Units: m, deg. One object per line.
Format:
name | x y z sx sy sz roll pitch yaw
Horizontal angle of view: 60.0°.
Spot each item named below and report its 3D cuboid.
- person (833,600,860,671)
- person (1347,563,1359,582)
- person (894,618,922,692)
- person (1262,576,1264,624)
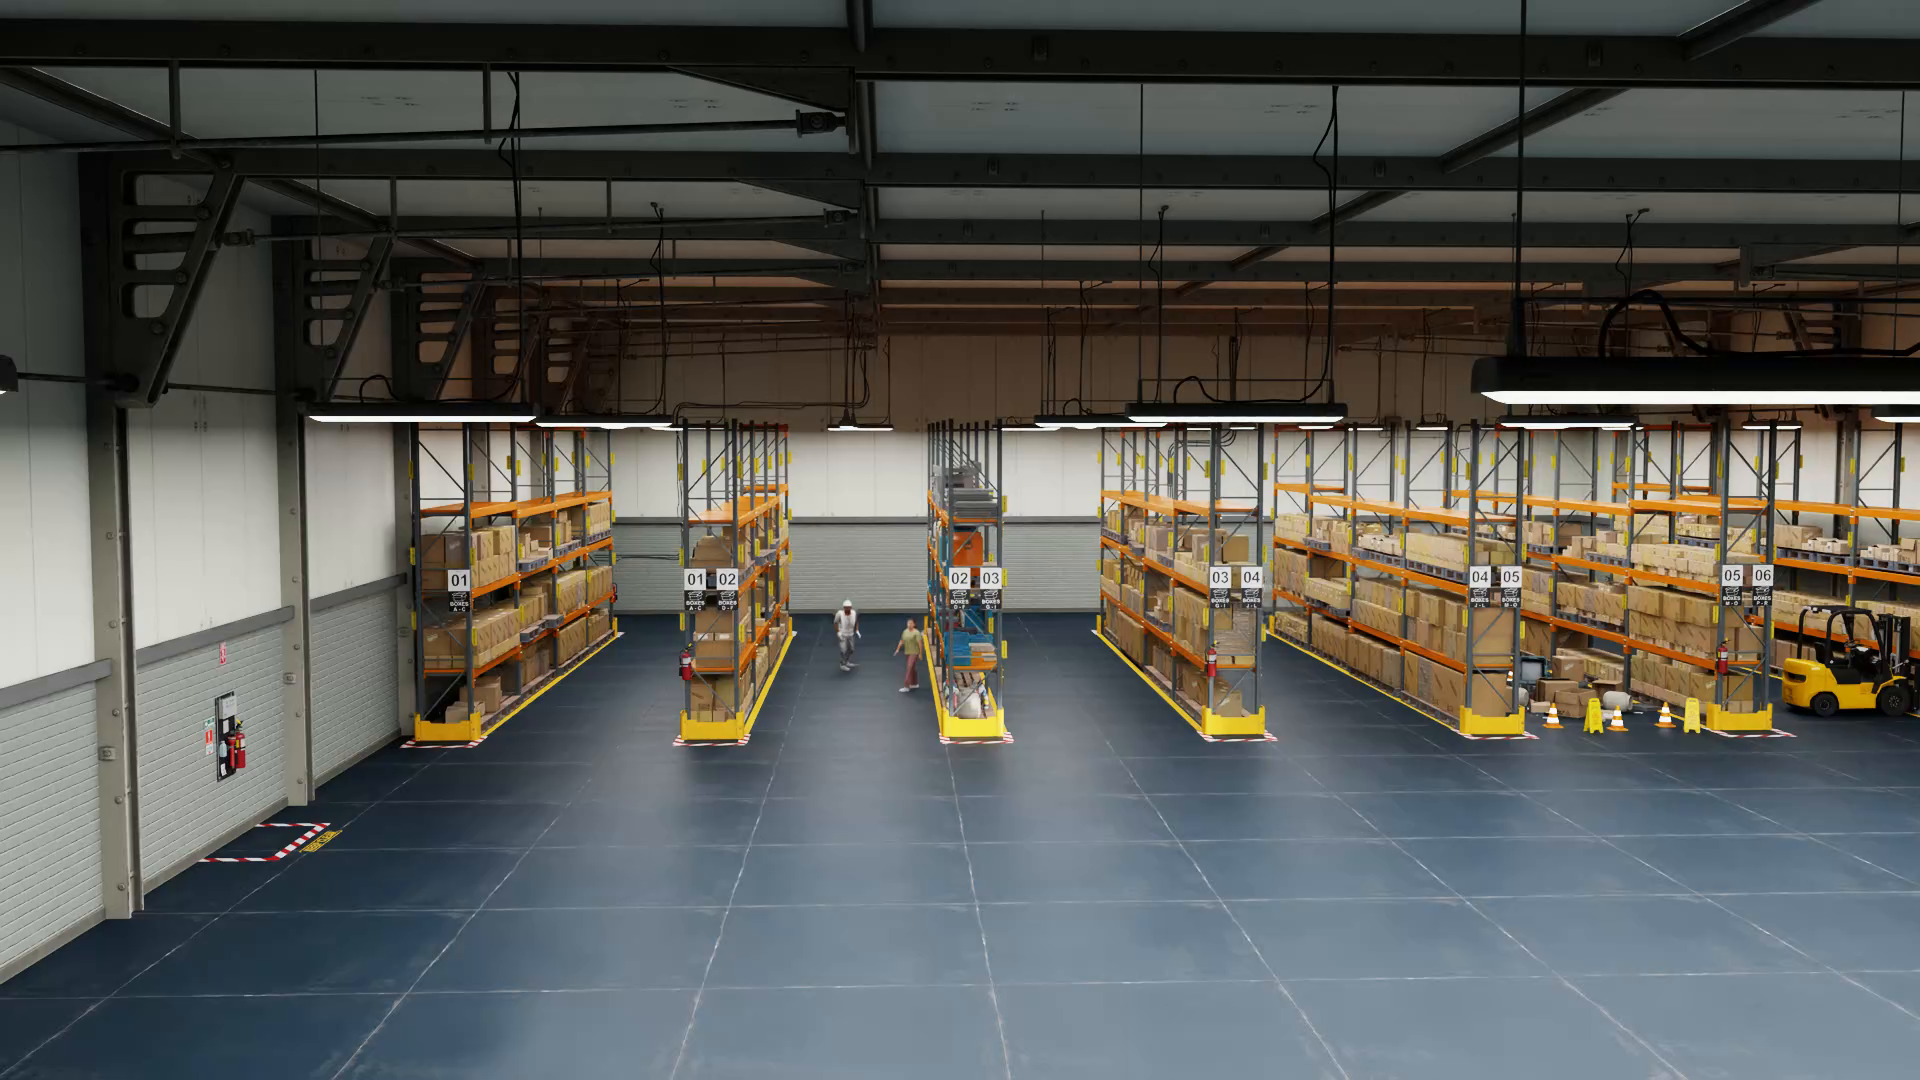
person | -2.771 2.293 40.229 0.683 1.717 0.789 -2 4 -31
person | 11.944 1.590 50.926 0.690 1.793 0.731 -1 4 -21
person | -1.146 2.527 36.899 0.577 1.621 0.871 3 5 37
person | 8.692 1.806 48.683 0.611 1.603 0.555 -1 4 -20
